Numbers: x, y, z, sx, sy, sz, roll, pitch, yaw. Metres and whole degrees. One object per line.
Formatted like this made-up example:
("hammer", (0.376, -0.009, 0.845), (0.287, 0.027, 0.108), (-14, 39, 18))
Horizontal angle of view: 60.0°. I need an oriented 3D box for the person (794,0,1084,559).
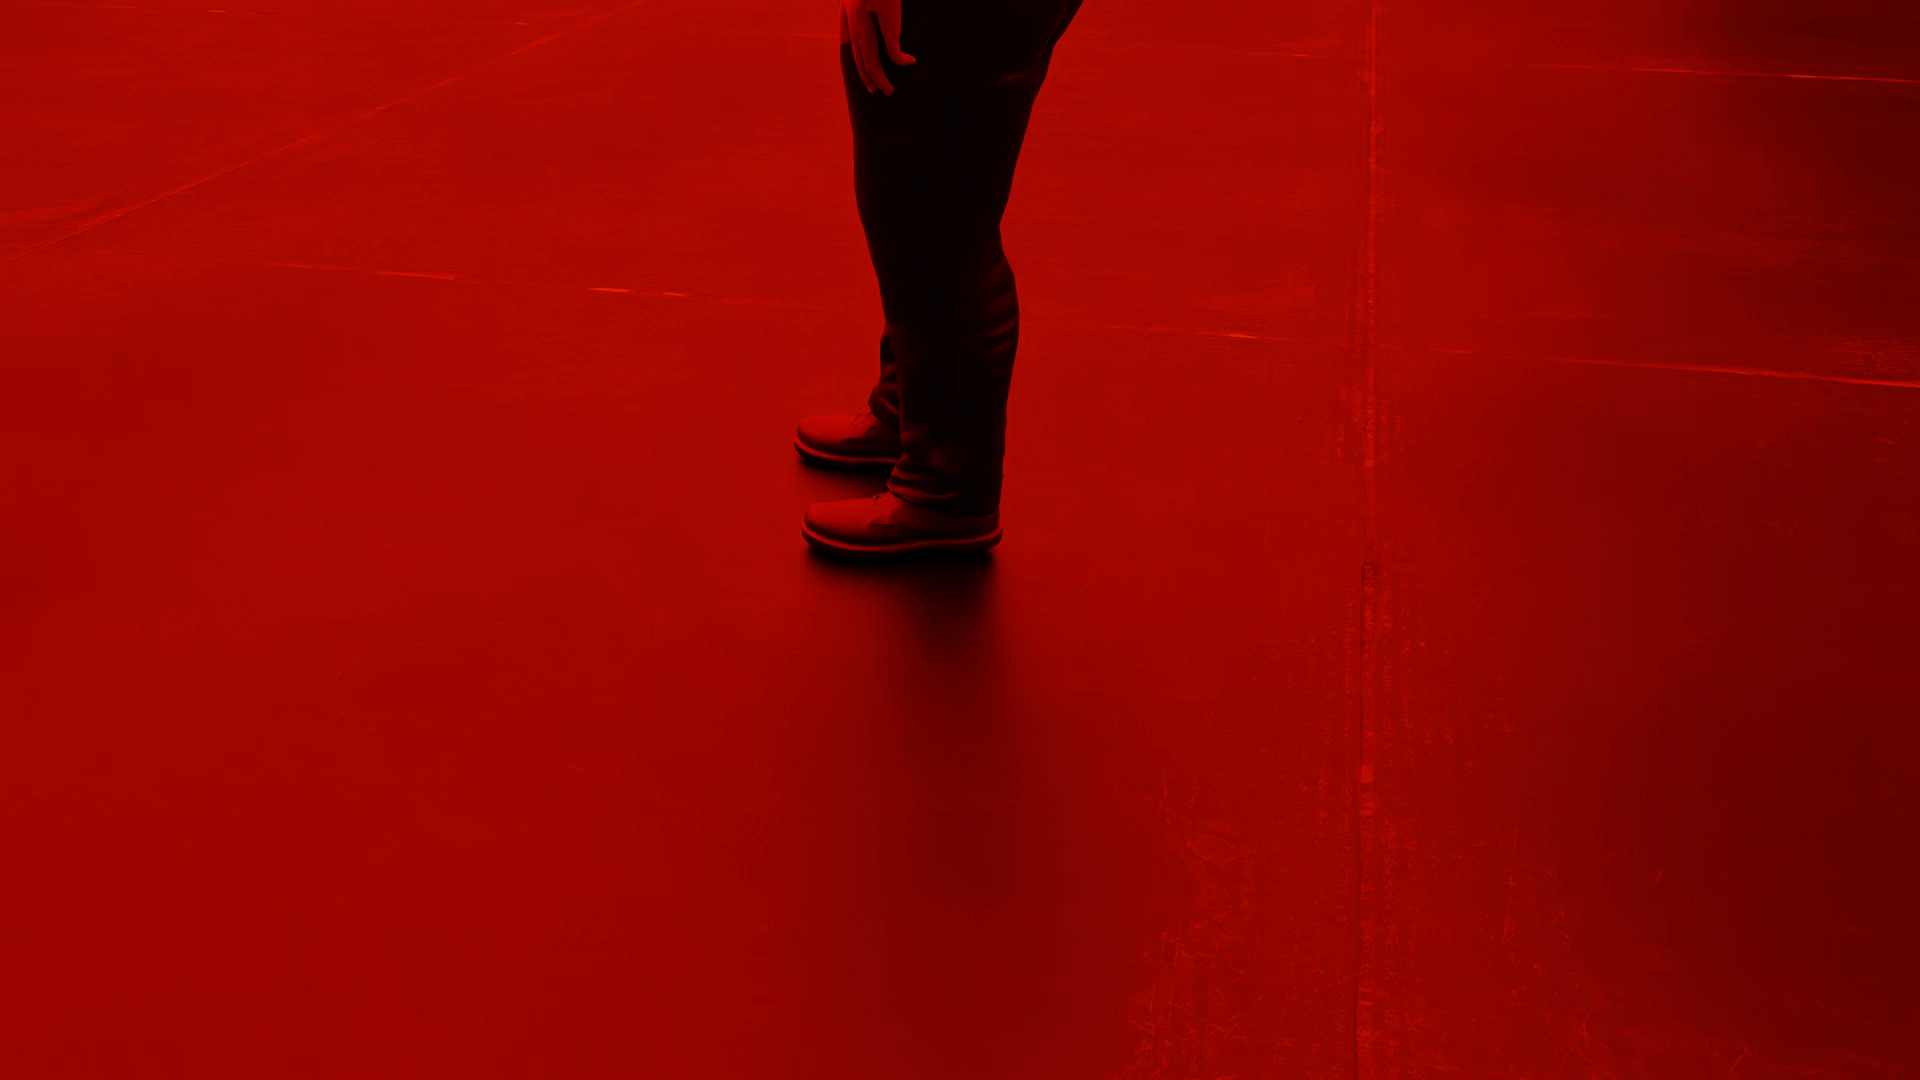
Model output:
("person", (-0.082, -0.762, 2.163), (0.503, 1.651, 0.598), (6, 27, 11))
